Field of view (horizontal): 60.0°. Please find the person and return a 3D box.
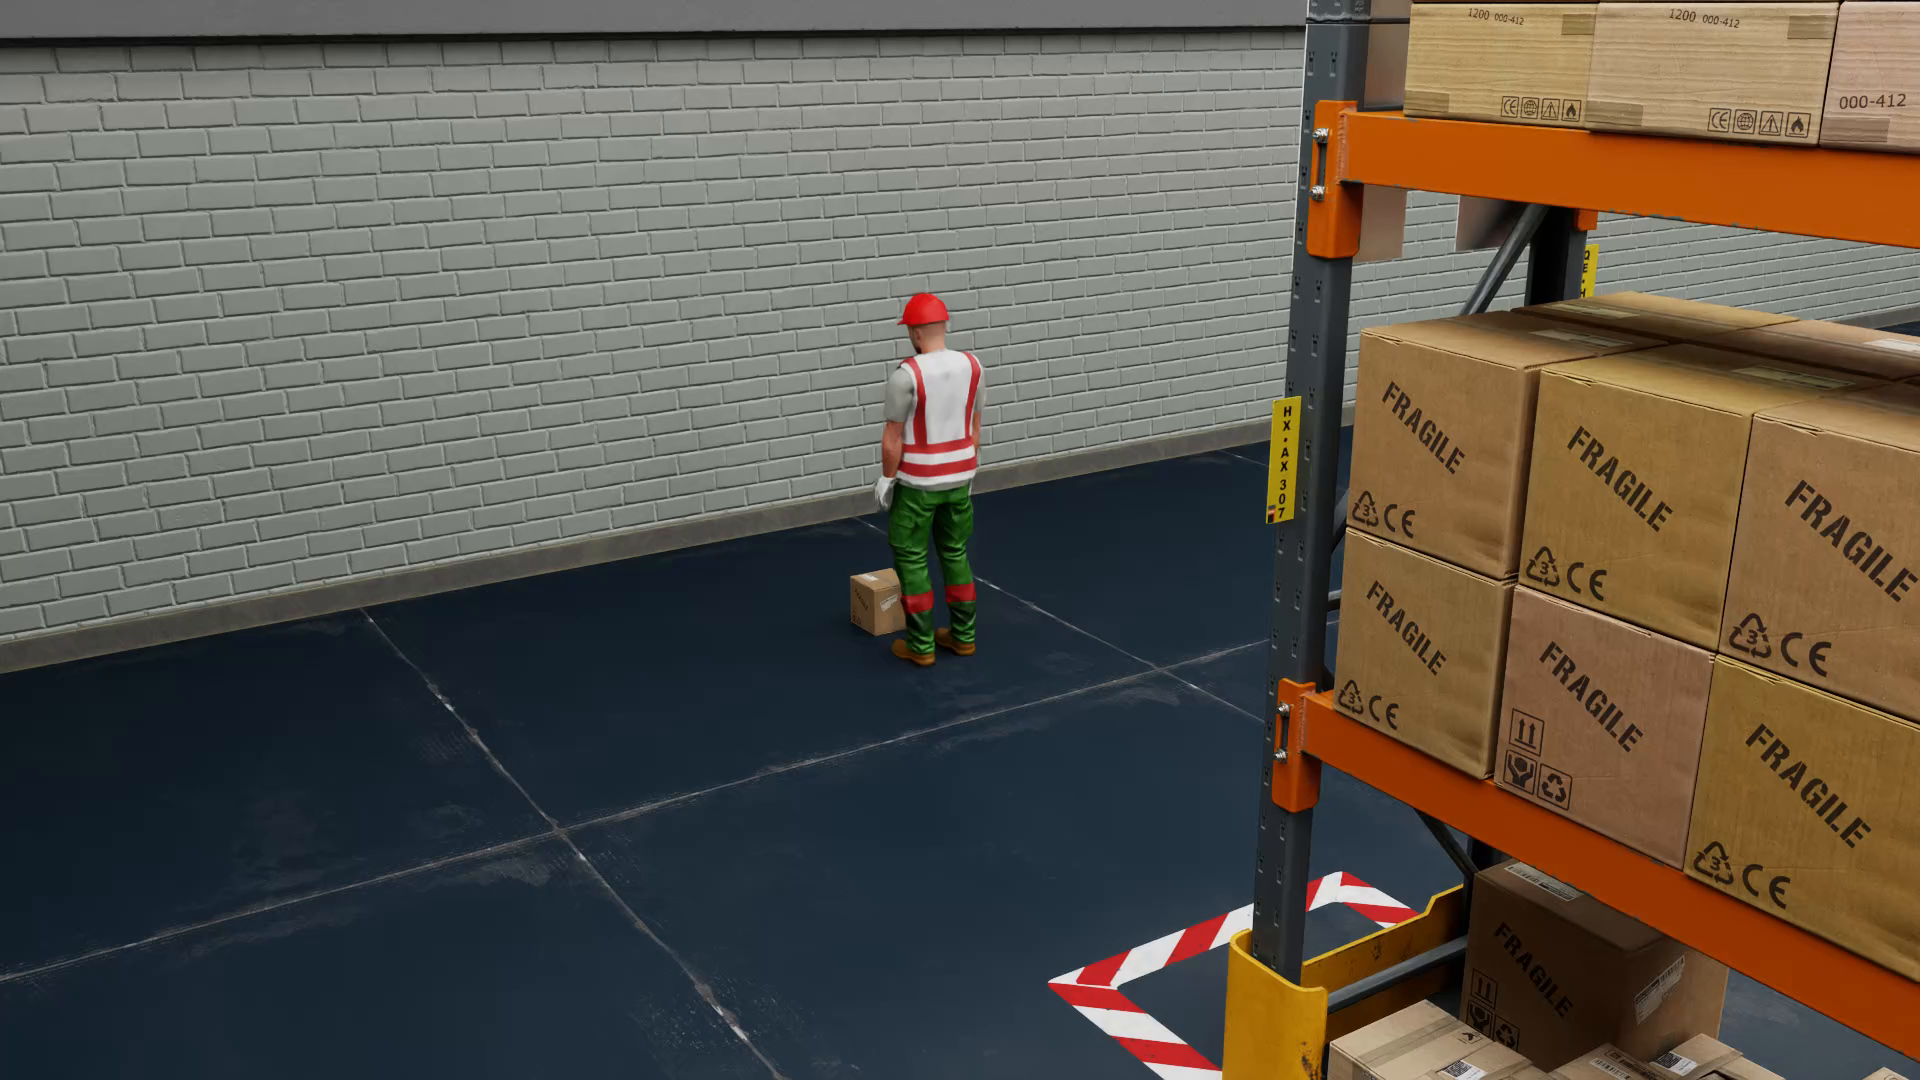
[{"bbox_3d":[-0.144,-0.283,7.916,0.529,1.778,0.364,-11,21,-30],"label":"person"}]
